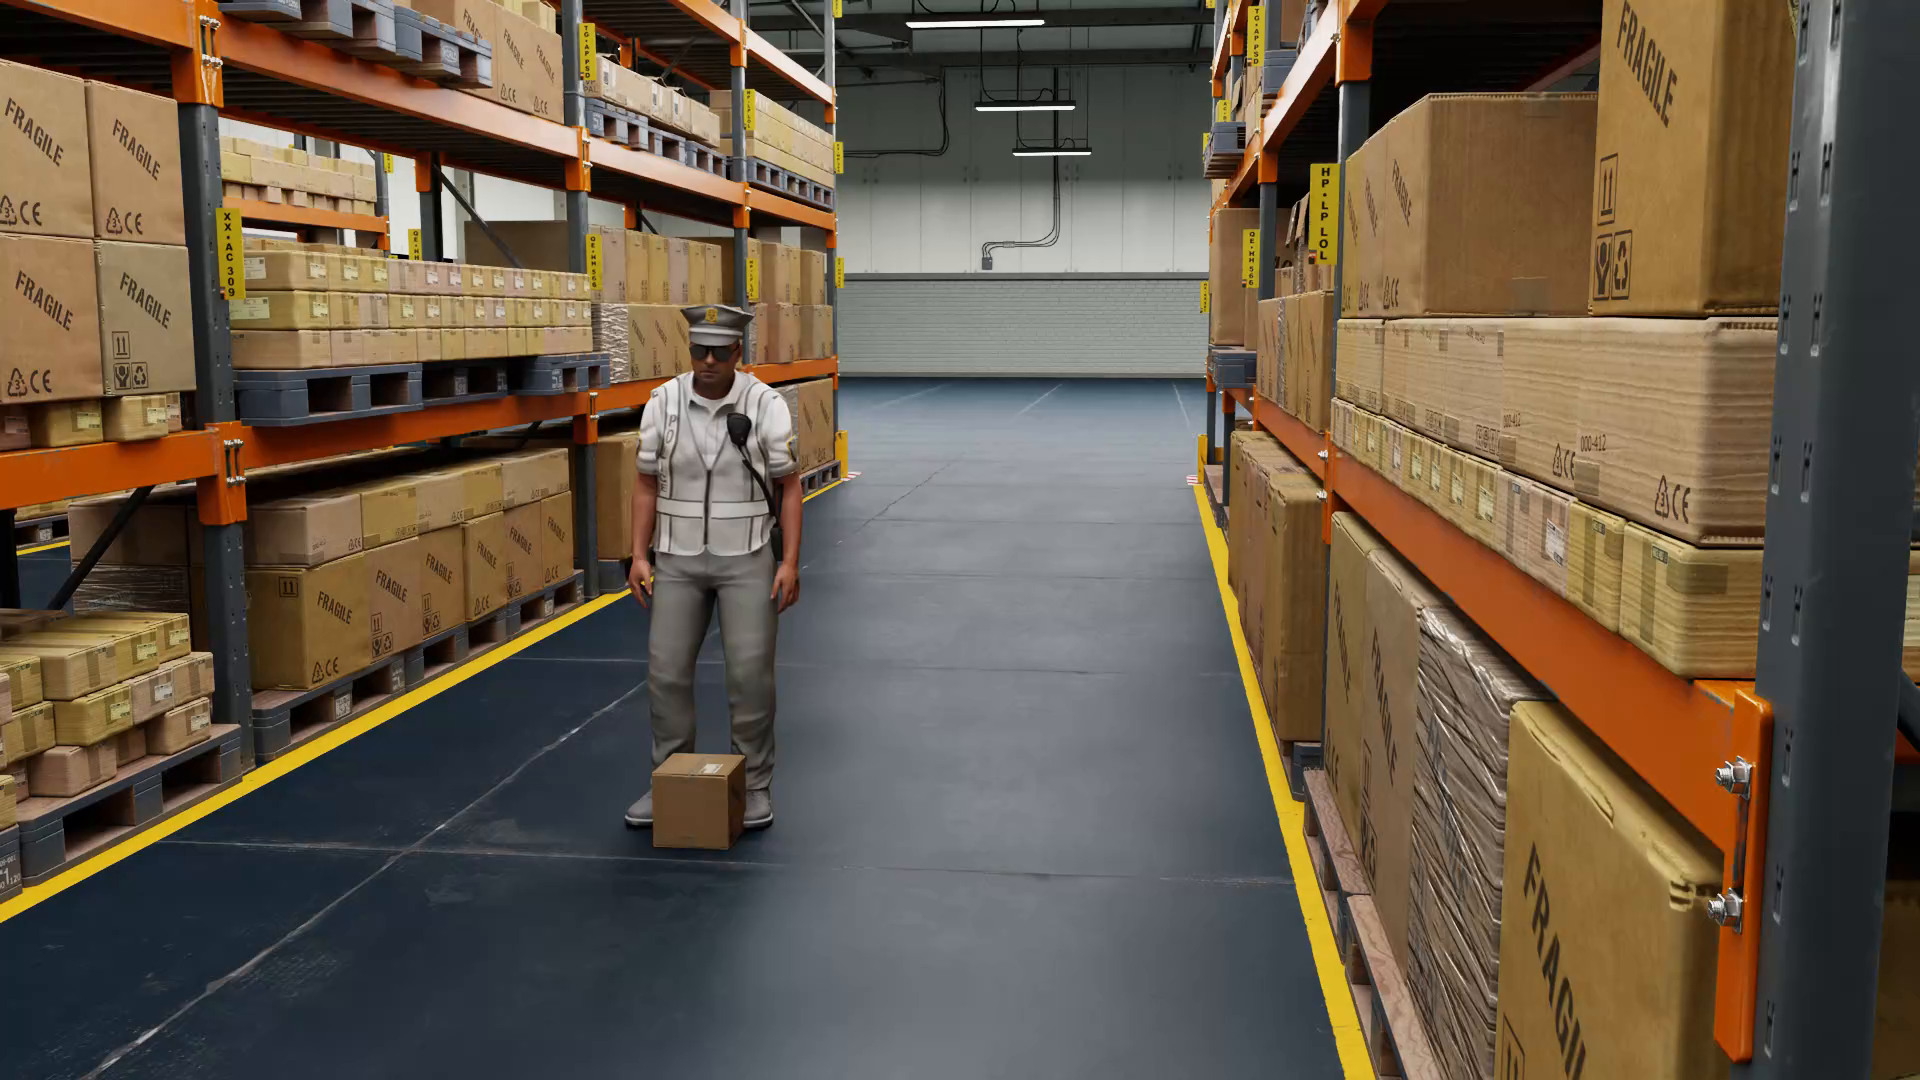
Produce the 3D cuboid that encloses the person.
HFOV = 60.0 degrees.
[{"bbox_3d":[-0.832,0.080,5.660,0.596,1.747,0.437,0,8,3],"label":"person"}]
